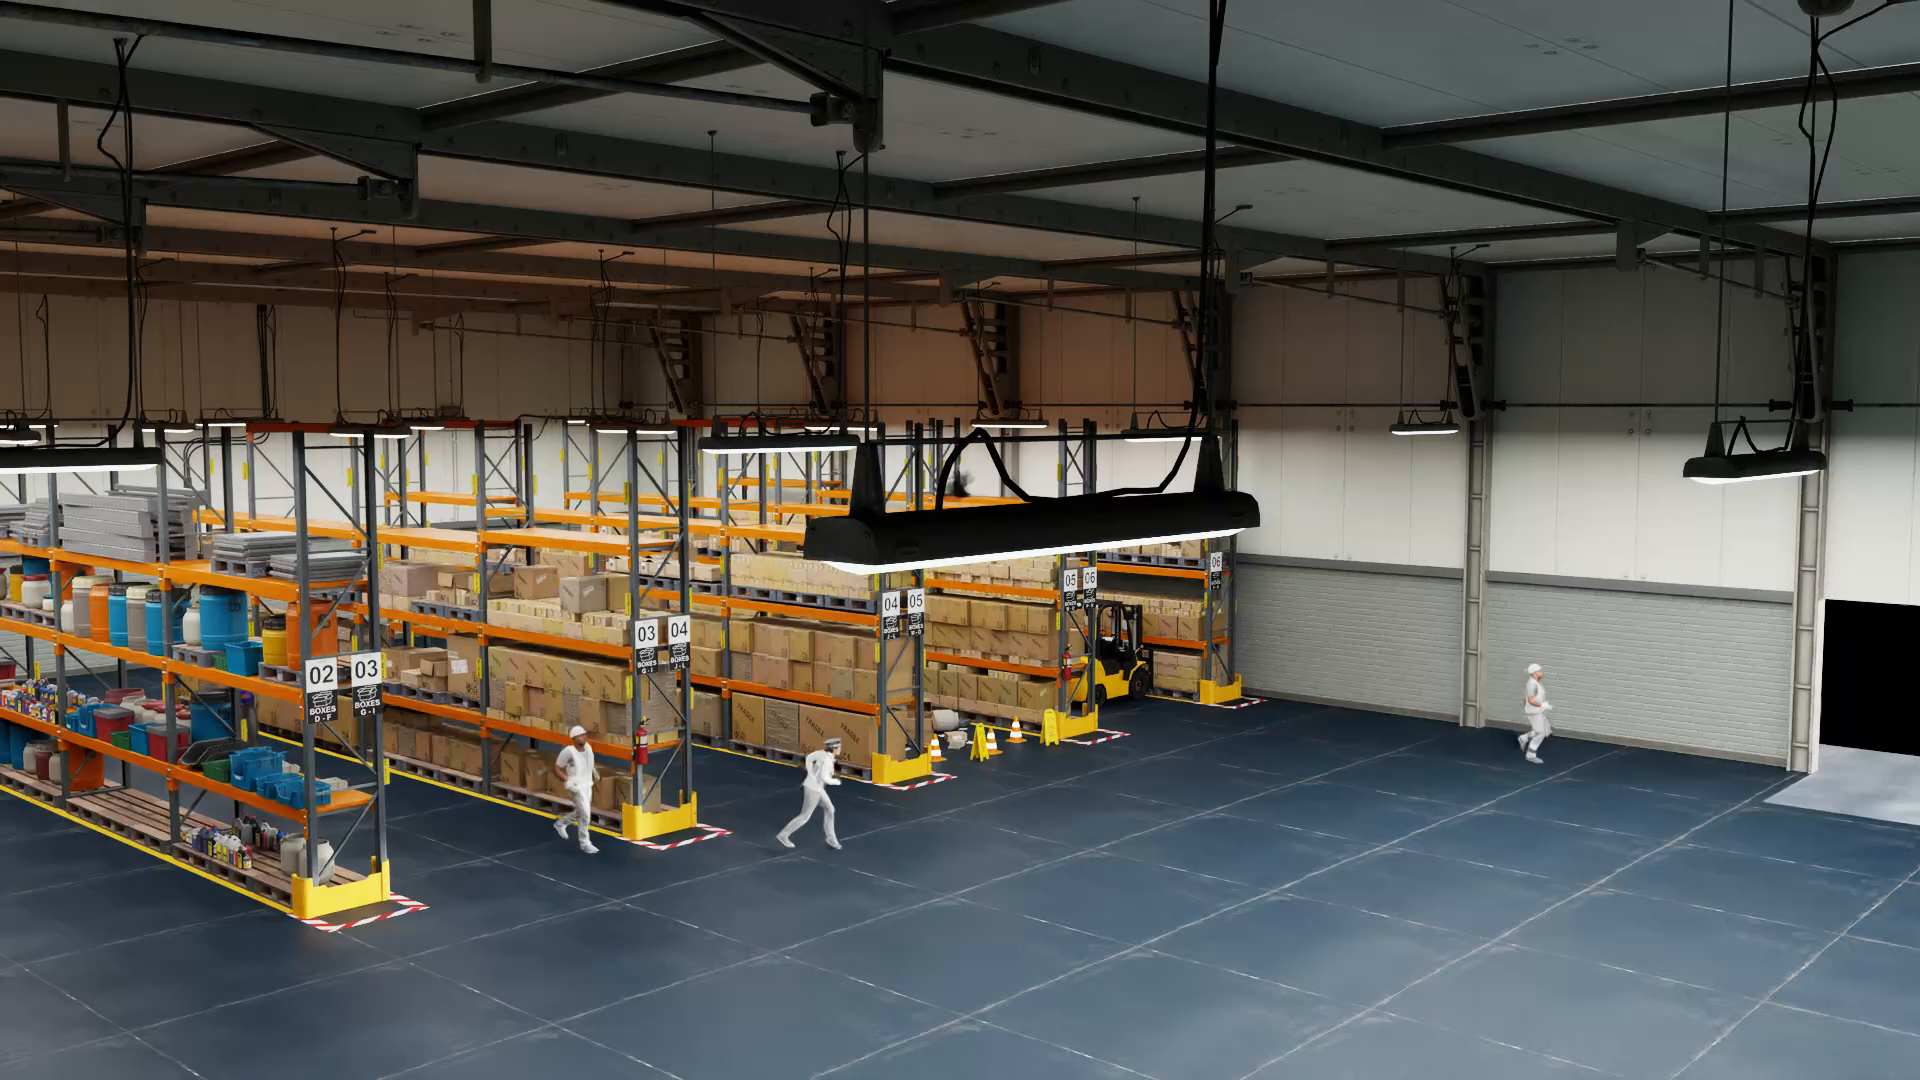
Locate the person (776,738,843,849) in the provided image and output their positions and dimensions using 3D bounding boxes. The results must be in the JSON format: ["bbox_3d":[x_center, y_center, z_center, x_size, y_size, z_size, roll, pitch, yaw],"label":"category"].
[{"bbox_3d":[-2.139,3.632,23.614,0.966,1.626,0.657,-1,5,-18],"label":"person"}]

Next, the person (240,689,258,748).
[{"bbox_3d":[-12.740,3.058,29.616,0.909,1.644,0.575,4,6,42],"label":"person"}]

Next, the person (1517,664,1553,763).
[{"bbox_3d":[10.179,3.058,29.416,0.609,1.745,0.701,2,5,27],"label":"person"}]

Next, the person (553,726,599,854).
[{"bbox_3d":[-5.461,3.513,23.612,0.829,1.790,0.670,2,5,26],"label":"person"}]
